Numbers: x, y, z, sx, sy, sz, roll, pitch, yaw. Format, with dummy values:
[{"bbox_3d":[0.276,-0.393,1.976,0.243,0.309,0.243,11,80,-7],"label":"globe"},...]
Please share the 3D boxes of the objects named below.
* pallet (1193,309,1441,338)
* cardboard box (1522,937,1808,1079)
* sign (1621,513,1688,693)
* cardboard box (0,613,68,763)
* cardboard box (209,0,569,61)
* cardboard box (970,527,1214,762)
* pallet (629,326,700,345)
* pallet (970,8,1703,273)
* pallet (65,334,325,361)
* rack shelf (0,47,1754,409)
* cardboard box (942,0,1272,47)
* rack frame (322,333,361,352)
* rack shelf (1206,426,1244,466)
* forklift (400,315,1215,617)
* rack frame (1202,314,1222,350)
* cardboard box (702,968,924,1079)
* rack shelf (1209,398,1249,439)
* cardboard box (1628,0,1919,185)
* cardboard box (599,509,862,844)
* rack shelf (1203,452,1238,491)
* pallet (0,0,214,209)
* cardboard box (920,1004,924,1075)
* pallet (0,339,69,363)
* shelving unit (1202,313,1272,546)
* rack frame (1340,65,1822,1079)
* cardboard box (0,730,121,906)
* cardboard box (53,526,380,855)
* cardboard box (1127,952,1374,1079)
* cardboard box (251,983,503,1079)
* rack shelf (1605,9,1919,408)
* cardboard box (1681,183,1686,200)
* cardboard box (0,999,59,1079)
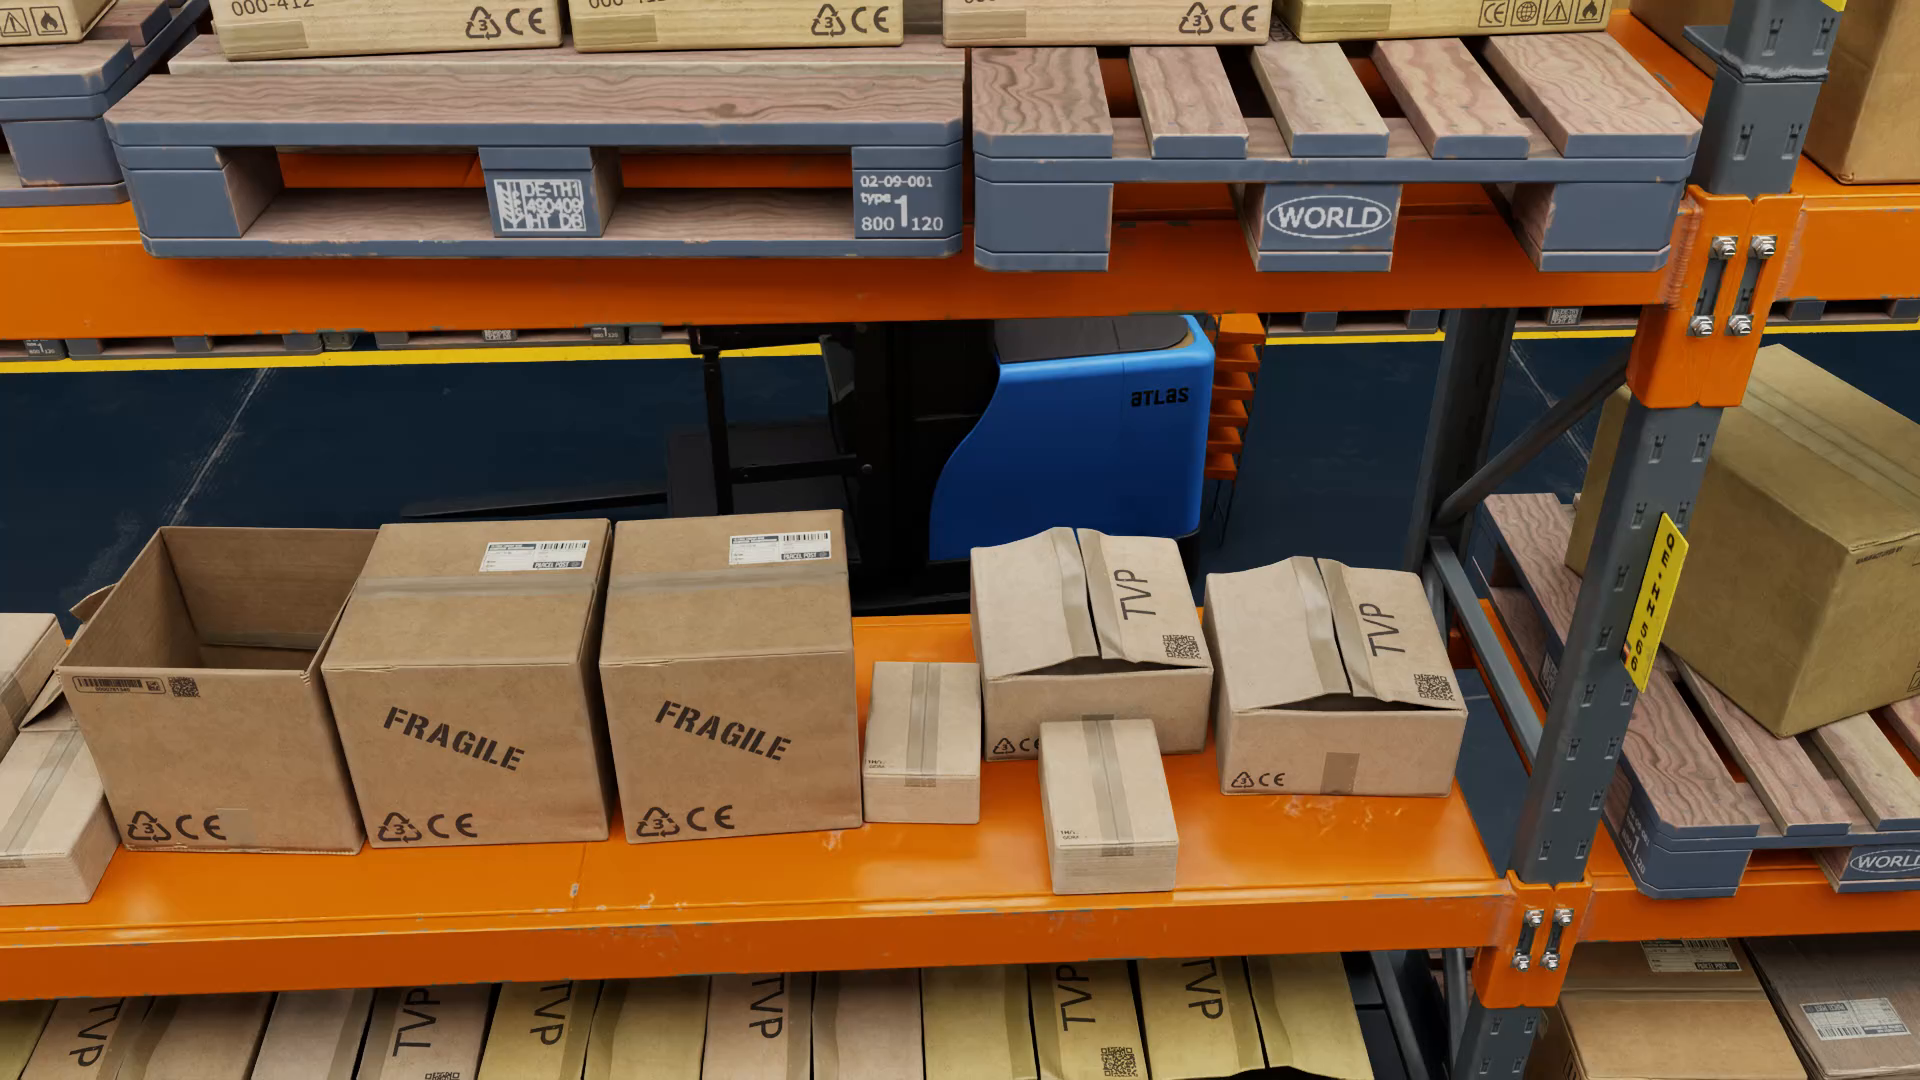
[{"bbox_3d":[1.745,-1.373,8.548,1.213,0.211,1.003,-2,35,-2],"label":"pallet"},{"bbox_3d":[1.661,1.272,4.086,0.500,0.500,0.500,0,35,0],"label":"cardboard box"},{"bbox_3d":[1.222,0.114,2.932,0.005,0.325,0.100,-2,35,-2],"label":"sign"},{"bbox_3d":[-2.313,0.406,3.659,0.500,0.250,0.500,1,35,1],"label":"cardboard box"},{"bbox_3d":[-0.890,-0.978,2.655,0.500,0.250,0.500,-4,35,-6],"label":"cardboard box"},{"bbox_3d":[0.290,0.226,3.866,0.500,0.311,0.500,-2,35,-3],"label":"cardboard box"},{"bbox_3d":[-1.042,-1.343,8.505,1.213,0.211,1.003,-2,35,-2],"label":"pallet"},{"bbox_3d":[0.519,-0.812,2.817,1.003,0.211,1.213,0,35,0],"label":"pallet"},{"bbox_3d":[-3.710,-1.248,8.368,1.213,0.211,1.003,-2,35,-2],"label":"pallet"},{"bbox_3d":[-0.805,-0.609,2.990,4.000,0.370,1.077,-2,35,-2],"label":"rack shelf"},{"bbox_3d":[0.219,-1.001,2.687,0.500,0.250,0.500,-1,35,-1],"label":"cardboard box"},{"bbox_3d":[-3.041,-2.433,7.630,0.127,3.000,1.000,-2,35,-2],"label":"rack frame"},{"bbox_3d":[1.000,-0.407,6.560,0.180,0.103,0.258,3,35,-4],"label":"rack shelf"},{"bbox_3d":[-0.647,-1.113,5.783,3.031,2.935,1.130,-6,35,-8],"label":"forklift"},{"bbox_3d":[0.923,-0.546,6.460,0.006,1.200,0.240,3,35,-4],"label":"rack frame"},{"bbox_3d":[-0.342,1.186,3.955,0.500,0.311,0.500,-2,35,-3],"label":"cardboard box"},{"bbox_3d":[1.010,-0.505,6.492,0.180,0.103,0.258,3,35,-4],"label":"rack shelf"},{"bbox_3d":[1.627,-1.031,2.879,0.500,0.500,0.910,-2,35,-2],"label":"cardboard box"},{"bbox_3d":[-0.483,0.288,3.610,0.500,0.500,0.500,-3,35,-5],"label":"cardboard box"},{"bbox_3d":[0.990,-0.308,6.628,0.180,0.103,0.258,3,35,-4],"label":"rack shelf"},{"bbox_3d":[-1.923,-0.803,2.807,1.217,0.209,0.805,-3,35,-4],"label":"pallet"},{"bbox_3d":[-0.339,1.413,4.119,0.500,0.250,0.500,-1,35,-1],"label":"cardboard box"},{"bbox_3d":[-4.932,-1.214,8.318,1.213,0.211,1.003,-2,35,-2],"label":"pallet"},{"bbox_3d":[1.014,-0.542,6.467,0.189,1.200,0.258,3,35,-4],"label":"shelving unit"},{"bbox_3d":[1.193,0.275,3.717,0.127,3.000,1.000,-2,35,-2],"label":"rack frame"},{"bbox_3d":[-1.908,0.578,3.499,0.250,0.149,0.380,-2,35,-2],"label":"cardboard box"},{"bbox_3d":[-1.509,0.316,3.570,0.500,0.500,0.500,1,35,1],"label":"cardboard box"},{"bbox_3d":[0.681,1.156,3.998,0.500,0.311,0.500,-1,35,-1],"label":"cardboard box"},{"bbox_3d":[-1.361,1.215,3.912,0.500,0.311,0.500,-3,35,-4],"label":"cardboard box"},{"bbox_3d":[3.190,-0.717,3.146,4.000,0.370,1.077,-2,35,-2],"label":"rack shelf"},{"bbox_3d":[3.419,-1.820,8.264,0.750,0.750,0.750,-1,35,-1],"label":"cardboard box"},{"bbox_3d":[-2.378,1.241,3.876,0.500,0.311,0.500,-1,35,-2],"label":"cardboard box"}]
